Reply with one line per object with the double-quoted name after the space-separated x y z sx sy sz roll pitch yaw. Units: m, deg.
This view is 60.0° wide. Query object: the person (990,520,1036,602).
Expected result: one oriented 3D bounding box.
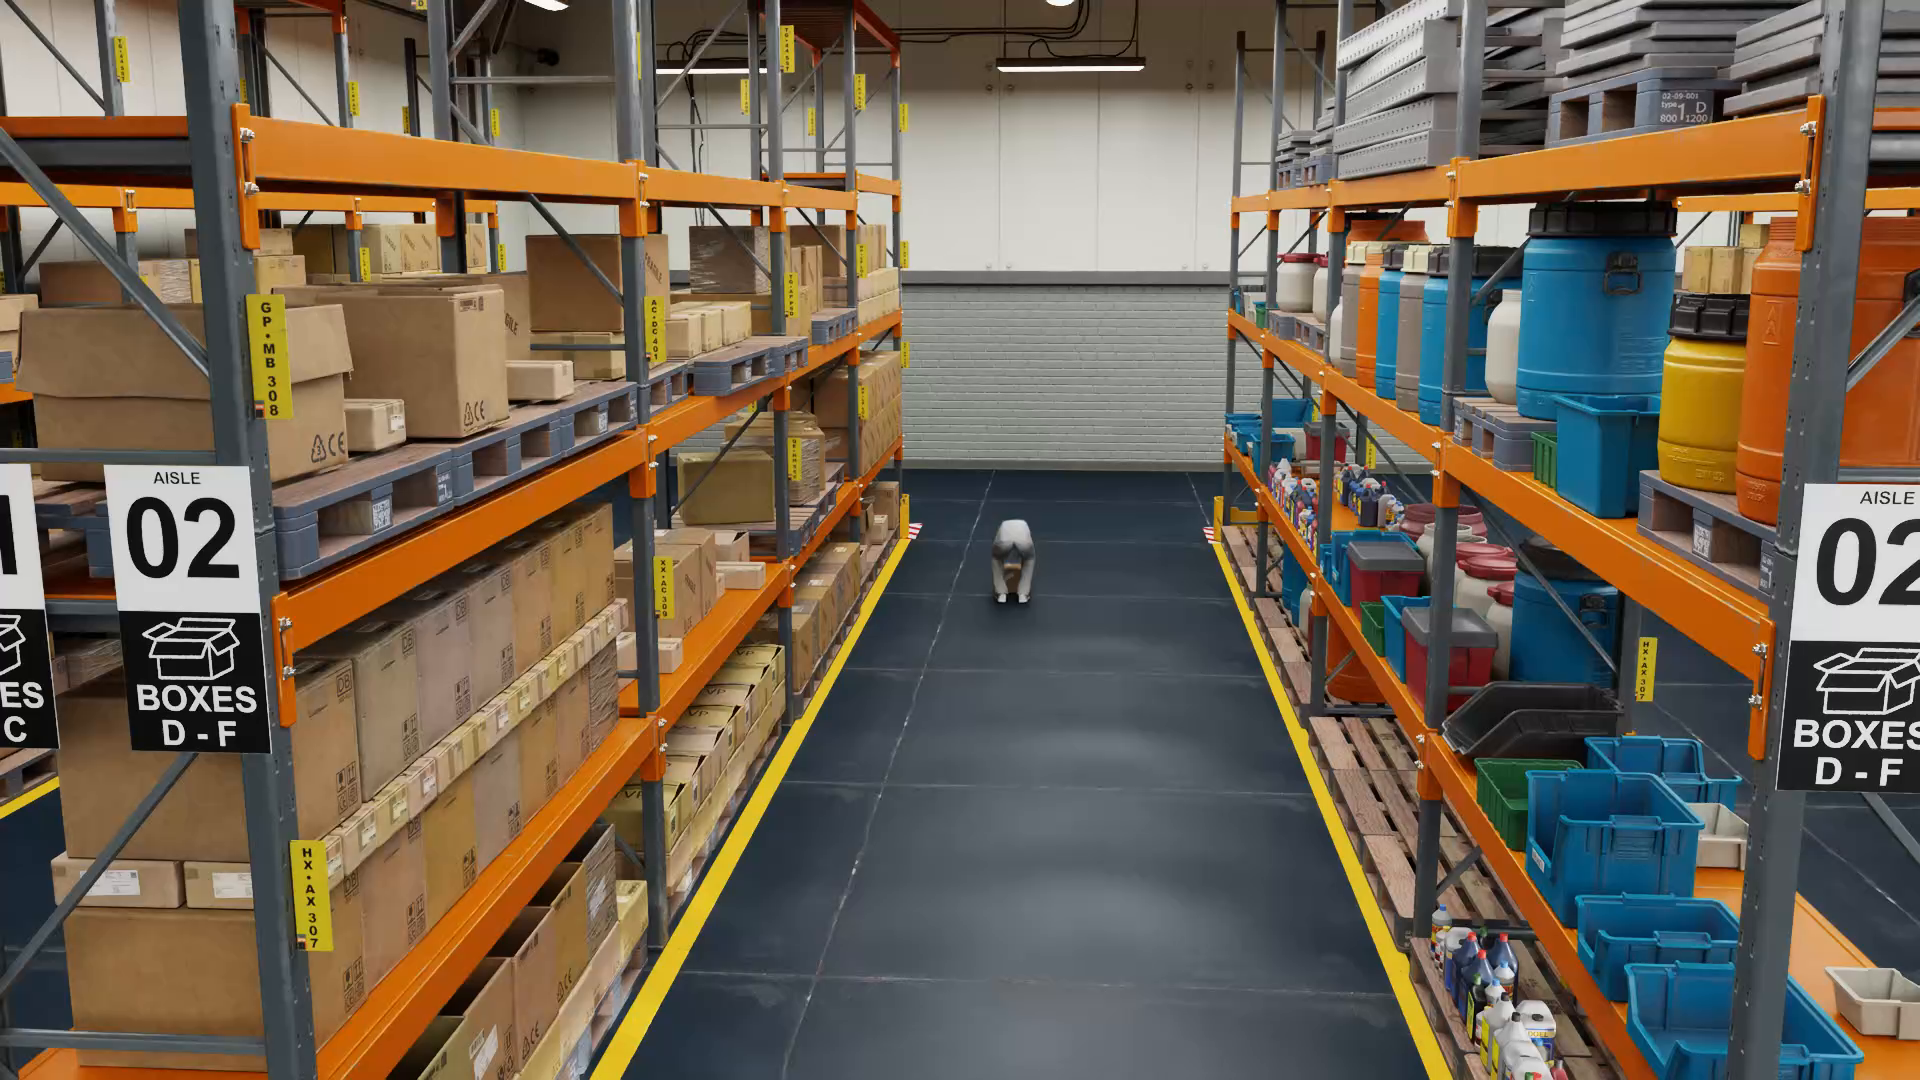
0.544 0.185 17.204 0.478 0.844 0.854 0 11 1 "person"
